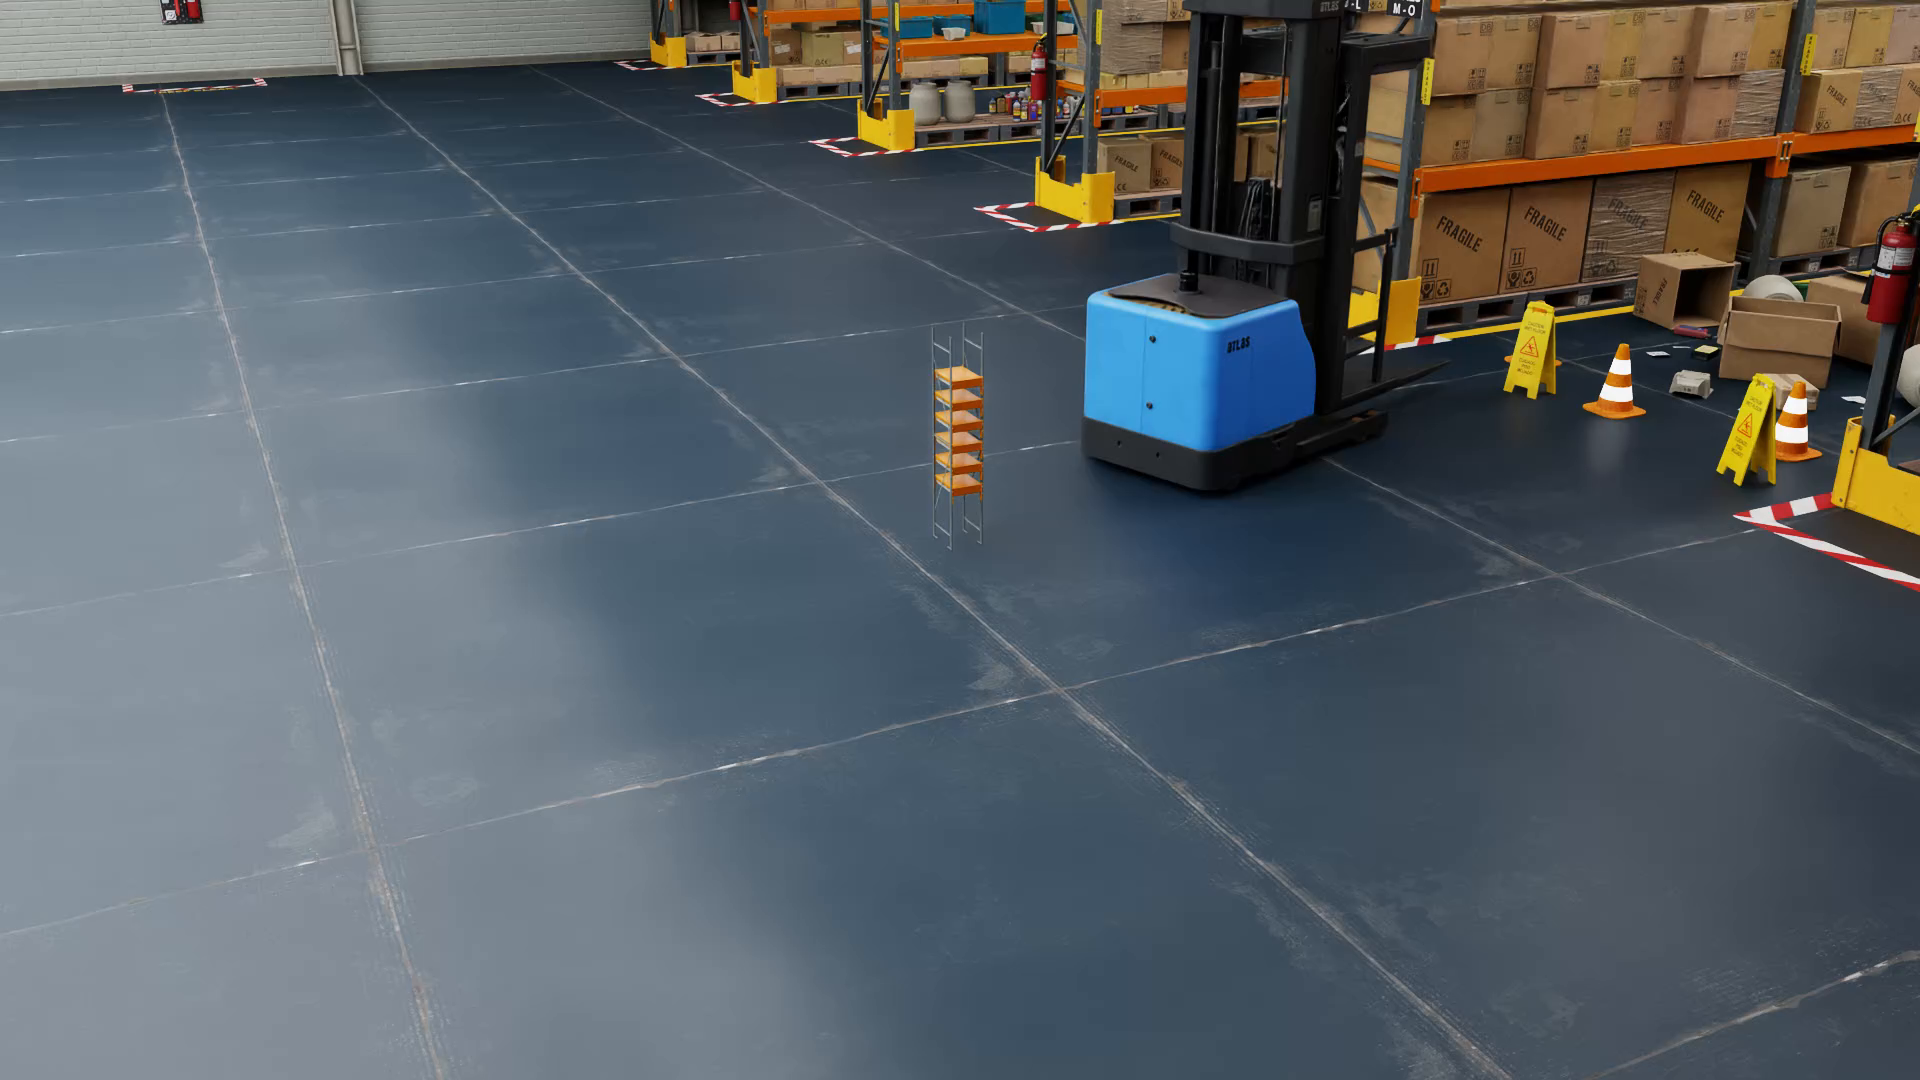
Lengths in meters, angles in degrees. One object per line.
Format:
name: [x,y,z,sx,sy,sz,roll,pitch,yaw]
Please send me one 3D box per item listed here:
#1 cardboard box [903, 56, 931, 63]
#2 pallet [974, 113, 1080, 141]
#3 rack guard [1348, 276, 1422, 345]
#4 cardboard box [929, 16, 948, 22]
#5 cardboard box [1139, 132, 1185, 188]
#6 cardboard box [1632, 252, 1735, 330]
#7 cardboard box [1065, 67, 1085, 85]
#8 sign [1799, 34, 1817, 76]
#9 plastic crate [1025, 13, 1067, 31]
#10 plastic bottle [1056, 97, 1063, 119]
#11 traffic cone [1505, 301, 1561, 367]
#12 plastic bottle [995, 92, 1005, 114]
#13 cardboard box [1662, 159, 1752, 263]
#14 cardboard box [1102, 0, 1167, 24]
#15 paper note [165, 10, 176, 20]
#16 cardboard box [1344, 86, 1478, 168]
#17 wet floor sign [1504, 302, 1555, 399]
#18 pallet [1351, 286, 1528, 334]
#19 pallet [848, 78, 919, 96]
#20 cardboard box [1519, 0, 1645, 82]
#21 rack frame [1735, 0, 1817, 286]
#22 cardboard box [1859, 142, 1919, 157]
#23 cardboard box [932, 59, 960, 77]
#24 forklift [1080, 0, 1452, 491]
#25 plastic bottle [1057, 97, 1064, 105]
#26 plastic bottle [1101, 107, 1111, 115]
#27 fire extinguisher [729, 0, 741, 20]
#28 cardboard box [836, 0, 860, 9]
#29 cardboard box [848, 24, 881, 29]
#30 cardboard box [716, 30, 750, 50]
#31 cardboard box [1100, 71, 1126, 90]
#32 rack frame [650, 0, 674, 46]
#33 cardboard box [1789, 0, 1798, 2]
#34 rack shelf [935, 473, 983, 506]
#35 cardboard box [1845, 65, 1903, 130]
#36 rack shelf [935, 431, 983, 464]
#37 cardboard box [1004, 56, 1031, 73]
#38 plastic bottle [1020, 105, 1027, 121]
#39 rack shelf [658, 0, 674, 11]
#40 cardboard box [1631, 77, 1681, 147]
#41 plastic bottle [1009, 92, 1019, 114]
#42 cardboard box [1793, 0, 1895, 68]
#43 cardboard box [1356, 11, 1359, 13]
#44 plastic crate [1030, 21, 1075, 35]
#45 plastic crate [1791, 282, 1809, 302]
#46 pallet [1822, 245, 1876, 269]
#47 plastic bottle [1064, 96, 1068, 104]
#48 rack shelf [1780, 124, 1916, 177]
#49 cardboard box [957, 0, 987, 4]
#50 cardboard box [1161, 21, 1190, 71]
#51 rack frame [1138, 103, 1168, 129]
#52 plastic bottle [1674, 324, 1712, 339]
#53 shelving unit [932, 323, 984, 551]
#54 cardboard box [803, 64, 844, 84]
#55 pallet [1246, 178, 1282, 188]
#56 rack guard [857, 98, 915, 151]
cardboard box: [-0.785,-7.877,26.398,0.500,0.500,0.500,-10,25,-24]
pallet: [0.863,-5.625,22.539,1.213,0.211,1.003,-10,25,-24]
rack guard: [3.170,-1.959,13.305,0.348,0.500,1.175,-10,25,-24]
cardboard box: [-0.610,-9.908,31.932,0.500,0.500,0.700,-11,25,-25]
cardboard box: [2.225,-4.092,17.908,0.500,0.500,0.500,-4,23,-10]
cardboard box: [5.842,-2.016,13.440,0.500,0.500,0.500,-6,23,-14]
cardboard box: [1.298,-4.846,17.340,0.250,0.149,0.380,-10,25,-24]
sign: [7.038,-4.027,13.797,0.005,0.325,0.100,-10,25,-24]
plastic crate: [1.242,-6.988,22.464,0.662,0.188,0.450,-10,25,-24]
plastic bottle: [1.334,-5.794,22.293,0.097,0.271,0.097,0,22,0]
traffic cone: [4.286,-1.544,12.352,0.334,0.463,0.336,-10,25,-24]
plastic bottle: [0.545,-5.980,22.728,0.133,0.283,0.061,-10,24,-22]
cardboard box: [6.198,-2.913,14.572,0.875,0.875,0.875,-10,25,-23]
cardboard box: [1.745,-5.487,16.733,0.500,0.500,0.500,-10,25,-24]
paper note: [-12.897,-8.575,27.171,0.142,0.148,0.016,-10,25,-24]
cardboard box: [3.506,-3.264,12.994,0.550,0.550,0.875,-10,25,-24]
wet floor sign: [4.024,-1.343,11.627,0.232,0.644,0.267,-15,27,-33]
pallet: [3.878,-1.989,13.755,1.213,0.211,1.003,-10,25,-24]
pallet: [-1.393,-7.312,26.615,1.213,0.211,1.003,-10,25,-24]
cardboard box: [4.983,-4.036,13.447,0.500,0.550,0.875,-10,25,-24]
rack frame: [6.796,-3.781,14.439,0.127,3.000,1.000,-10,25,-24]
cardboard box: [9.026,-3.383,15.870,0.750,0.750,1.050,-10,25,-23]
cardboard box: [-0.335,-7.614,26.744,0.500,0.250,0.500,-10,25,-24]
forklift: [2.157,-2.108,10.487,3.031,2.935,1.130,-21,30,-40]
plastic bottle: [1.394,-6.097,23.027,0.097,0.271,0.097,0,22,0]
plastic bottle: [1.959,-5.956,22.580,0.185,0.351,0.144,-12,25,-26]
fire extinguisher: [-3.470,-8.363,25.609,0.183,0.674,0.296,-10,25,-24]
cardboard box: [-1.815,-8.547,25.821,0.500,0.500,0.700,-10,25,-23]
cardboard box: [-1.462,-7.973,26.632,0.500,0.500,0.500,-10,25,-24]
cardboard box: [-4.137,-9.104,30.239,0.500,0.311,0.500,-8,24,-19]
cardboard box: [1.491,-4.693,16.970,0.250,0.149,0.380,-10,25,-24]
rack frame: [-5.314,-9.965,29.378,0.127,3.000,1.000,-10,25,-24]
cardboard box: [10.195,-7.017,20.814,0.637,0.503,0.797,-10,24,-22]
rack shelf: [-0.013,-0.289,9.100,0.180,0.103,0.258,-10,25,-24]
cardboard box: [7.841,-3.906,14.610,0.500,0.500,0.500,-10,25,-23]
rack shelf: [-0.013,-0.511,9.008,0.180,0.103,0.258,-10,25,-24]
cardboard box: [0.913,-7.827,27.259,0.500,0.250,0.500,-11,25,-25]
plastic bottle: [0.845,-5.672,22.089,0.097,0.201,0.097,0,22,0]
rack shelf: [-3.511,-9.964,30.317,4.000,0.370,1.077,-10,25,-24]
cardboard box: [5.445,-3.637,13.895,0.550,0.550,0.875,-10,25,-24]
plastic bottle: [0.734,-5.950,22.656,0.133,0.283,0.061,-10,25,-24]
cardboard box: [7.703,-4.460,14.641,0.500,0.500,0.700,-11,25,-24]
cardboard box: [3.999,-5.900,17.731,0.500,0.500,0.500,-10,25,-24]
plastic crate: [1.234,-6.736,21.922,0.437,0.136,0.530,-10,25,-24]
plastic crate: [7.207,-2.028,13.806,0.662,0.188,0.450,2,13,4]
pallet: [8.559,-2.851,15.837,1.213,0.211,1.003,-10,25,-24]
plastic bottle: [1.473,-5.882,22.490,0.133,0.283,0.061,-10,25,-24]
rack shelf: [8.598,-3.781,15.378,4.000,0.370,1.077,-10,25,-24]
cardboard box: [0.045,-8.892,26.656,0.500,0.500,0.700,-11,25,-25]
cardboard box: [2.037,-5.234,17.428,0.500,0.500,0.875,-10,25,-24]
rack frame: [2.587,-7.214,22.733,0.127,3.000,1.000,-10,25,-24]
plastic bottle: [5.790,-1.634,13.095,0.283,0.061,0.133,20,30,40]
shelving unit: [-0.013,-0.552,8.991,0.189,1.200,0.258,-10,25,-24]
cardboard box: [-2.133,-7.278,25.934,0.500,0.250,0.500,-10,25,-24]
pallet: [3.045,-3.891,18.351,1.213,0.211,1.003,-10,25,-24]
rack guard: [-0.969,-5.425,21.678,0.348,0.500,1.175,-10,25,-24]
